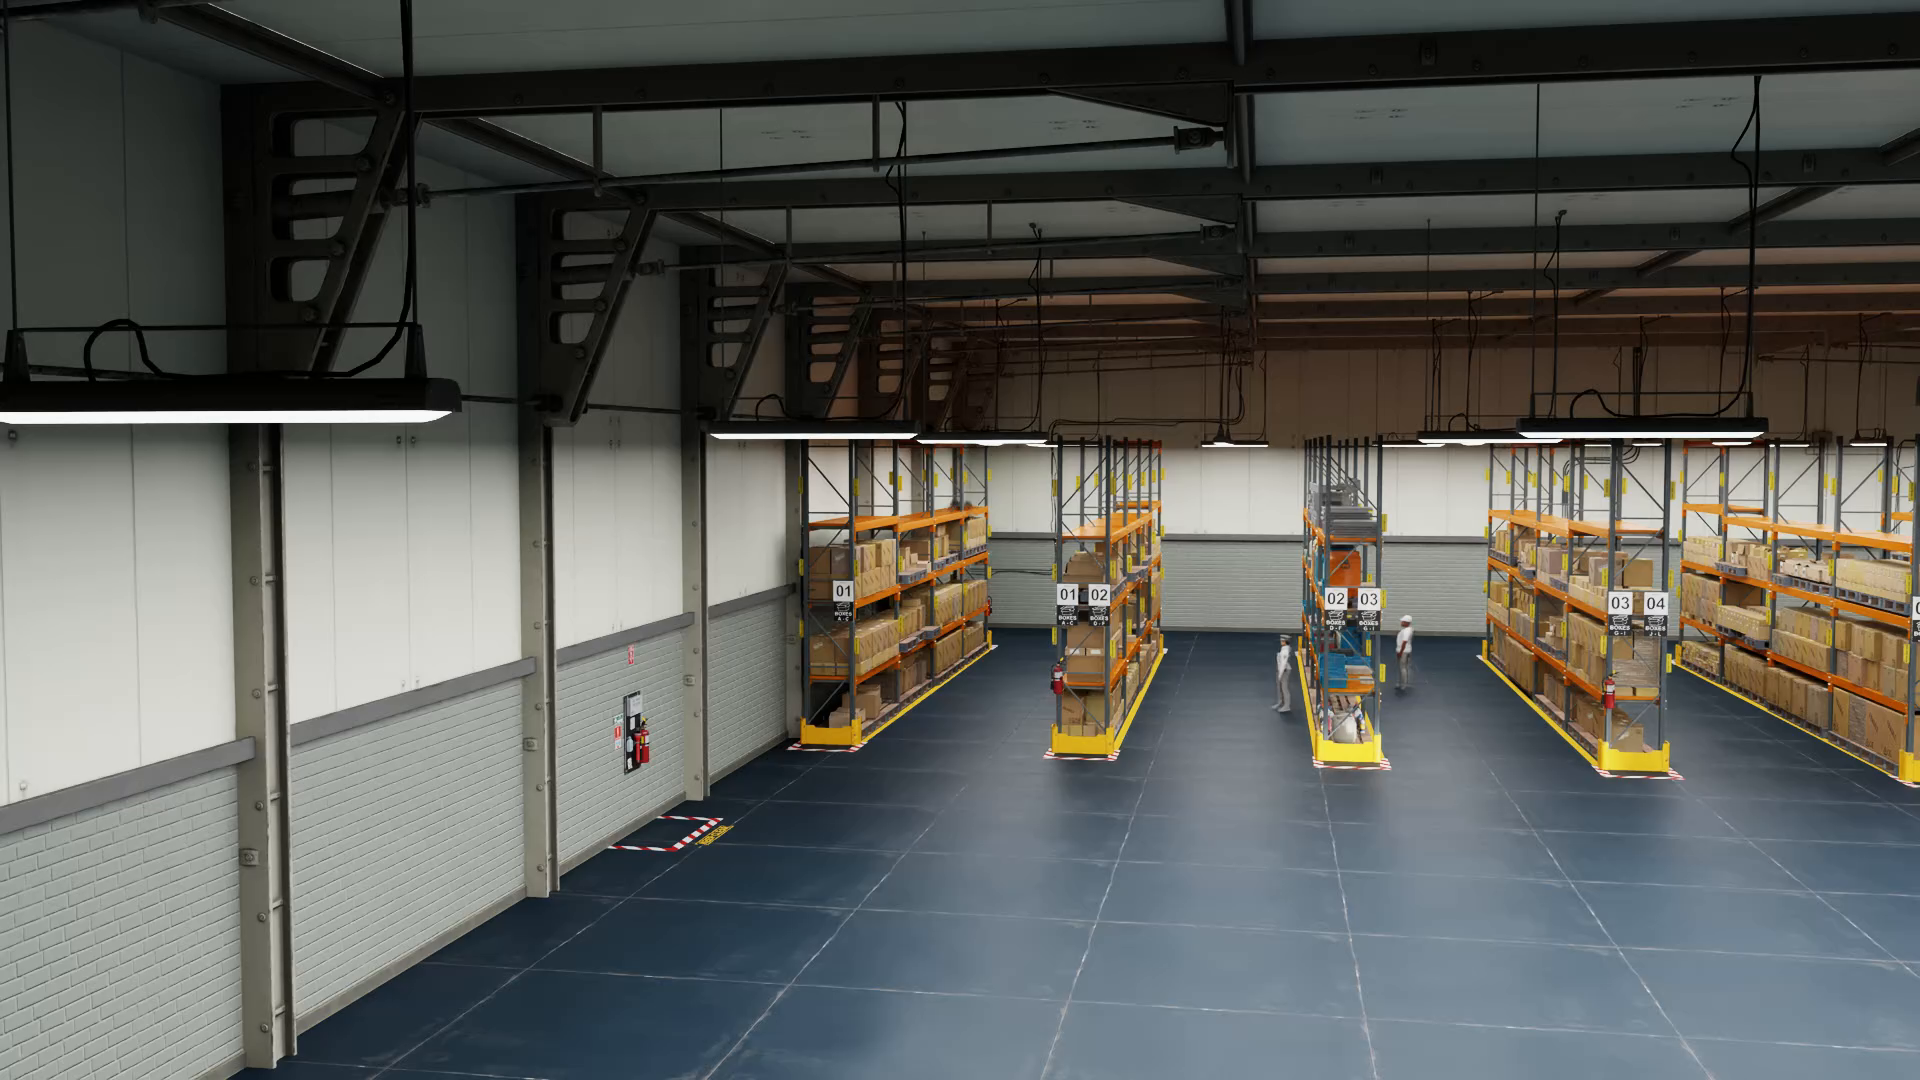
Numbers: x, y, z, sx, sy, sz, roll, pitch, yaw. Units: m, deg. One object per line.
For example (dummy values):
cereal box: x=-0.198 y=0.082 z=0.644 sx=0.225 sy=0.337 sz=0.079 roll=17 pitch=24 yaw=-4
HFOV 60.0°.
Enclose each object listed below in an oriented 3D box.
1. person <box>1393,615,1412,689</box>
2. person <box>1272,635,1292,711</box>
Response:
person: x=10.597 y=2.685 z=39.914 sx=0.546 sy=1.769 sz=0.596 roll=2 pitch=4 yaw=34
person: x=7.083 y=2.910 z=36.512 sx=0.416 sy=1.666 sz=0.529 roll=0 pitch=3 yaw=3
